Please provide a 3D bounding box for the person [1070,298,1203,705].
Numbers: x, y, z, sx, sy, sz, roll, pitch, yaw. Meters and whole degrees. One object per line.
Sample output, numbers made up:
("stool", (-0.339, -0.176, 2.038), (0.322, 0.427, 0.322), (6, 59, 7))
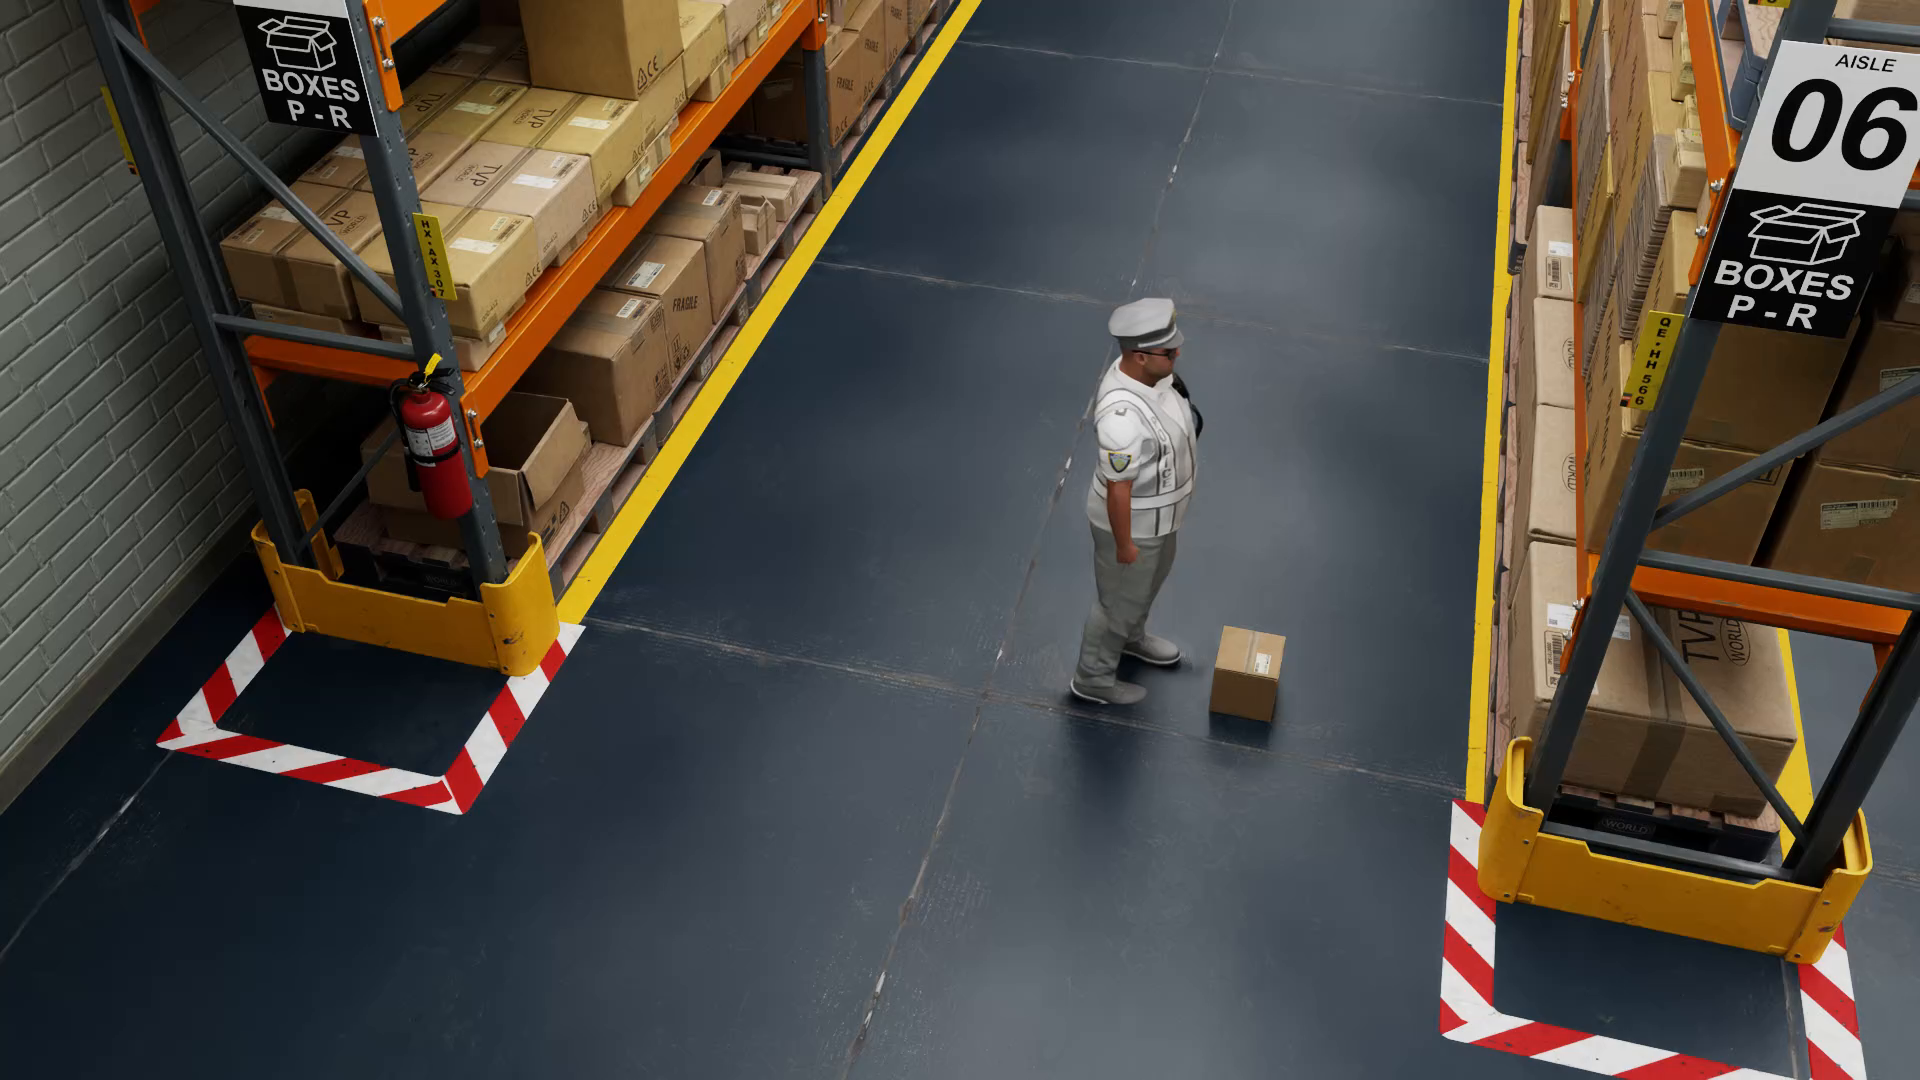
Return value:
("person", (0.690, -0.119, 6.307), (0.405, 1.795, 0.529), (11, 42, 13))
